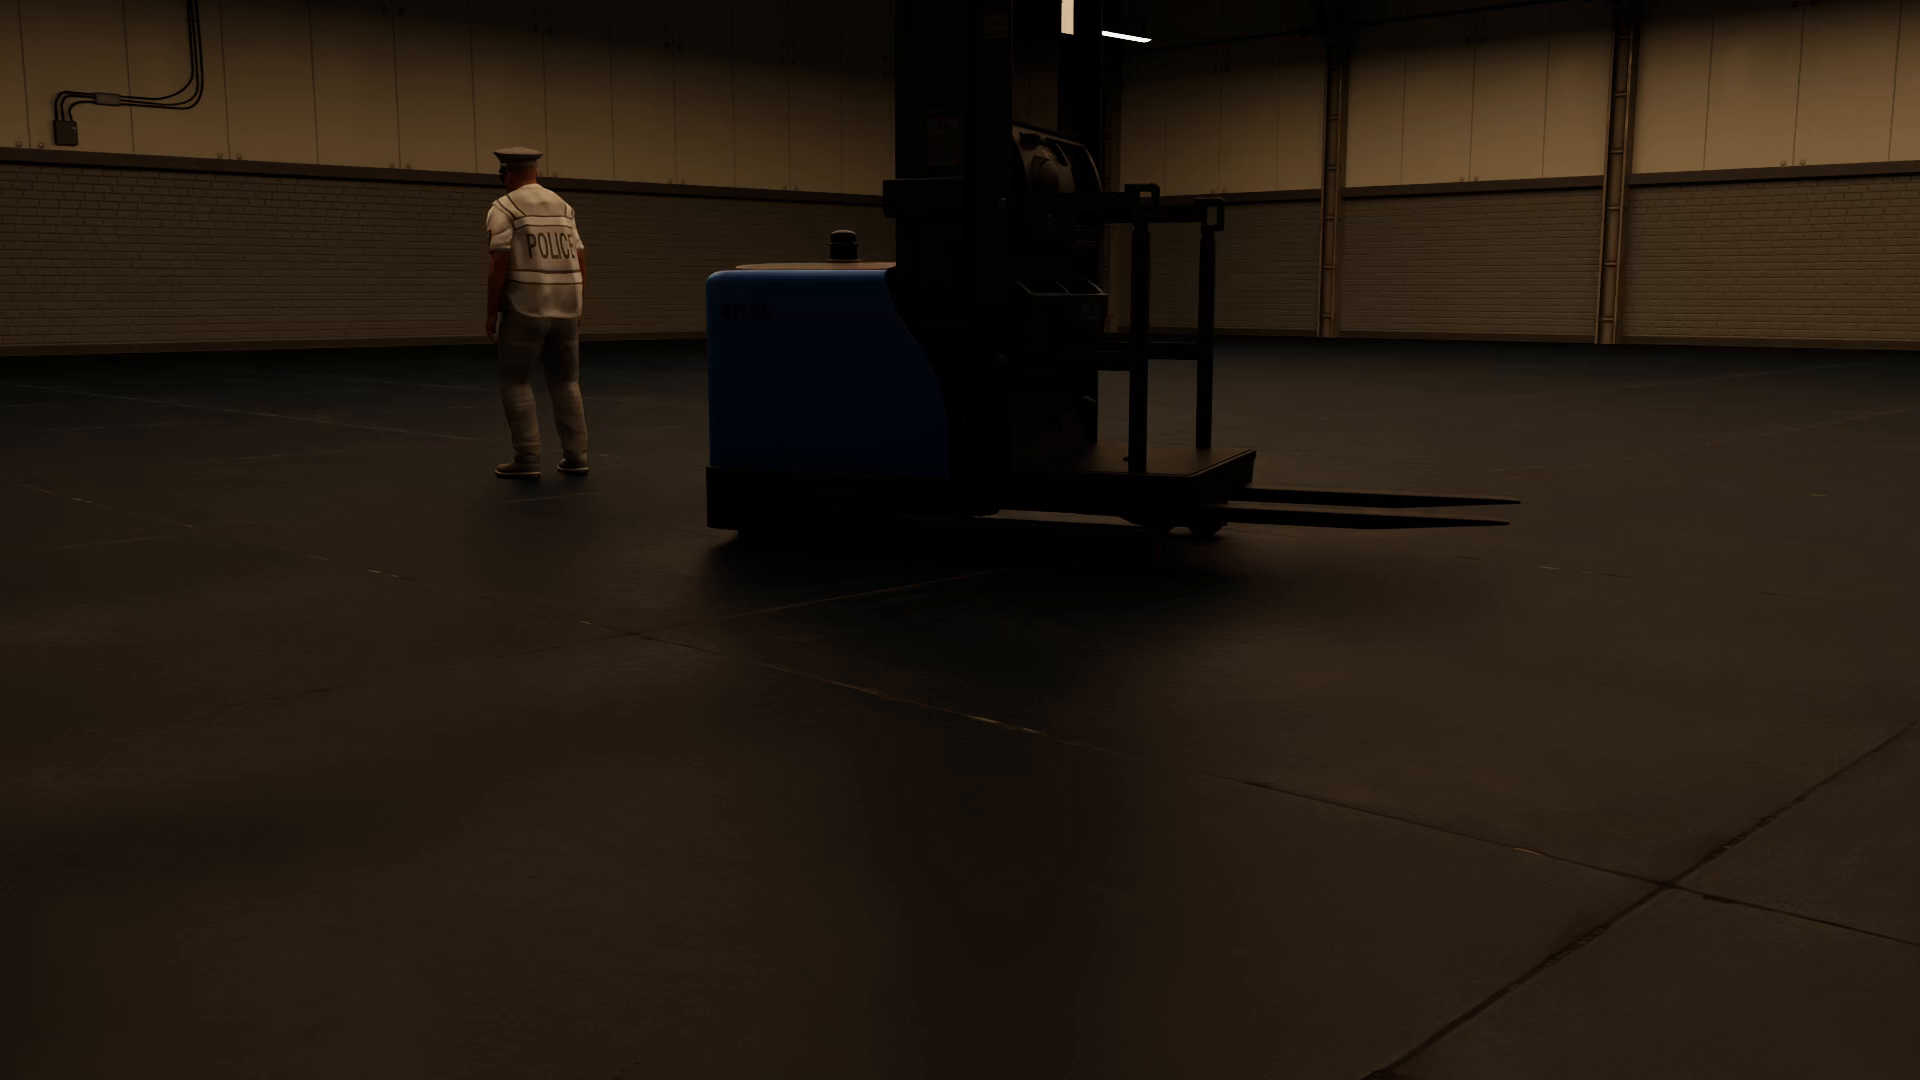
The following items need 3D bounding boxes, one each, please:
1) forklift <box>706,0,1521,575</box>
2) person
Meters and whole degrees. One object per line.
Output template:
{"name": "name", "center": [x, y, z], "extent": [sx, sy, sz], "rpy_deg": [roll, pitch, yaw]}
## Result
{"name": "forklift", "center": [0.565, -1.416, 6.275], "extent": [3.031, 2.935, 1.130], "rpy_deg": [3, 9, 22]}
{"name": "person", "center": [-2.256, -1.212, 8.896], "extent": [0.443, 1.747, 0.602], "rpy_deg": [8, 12, 44]}
